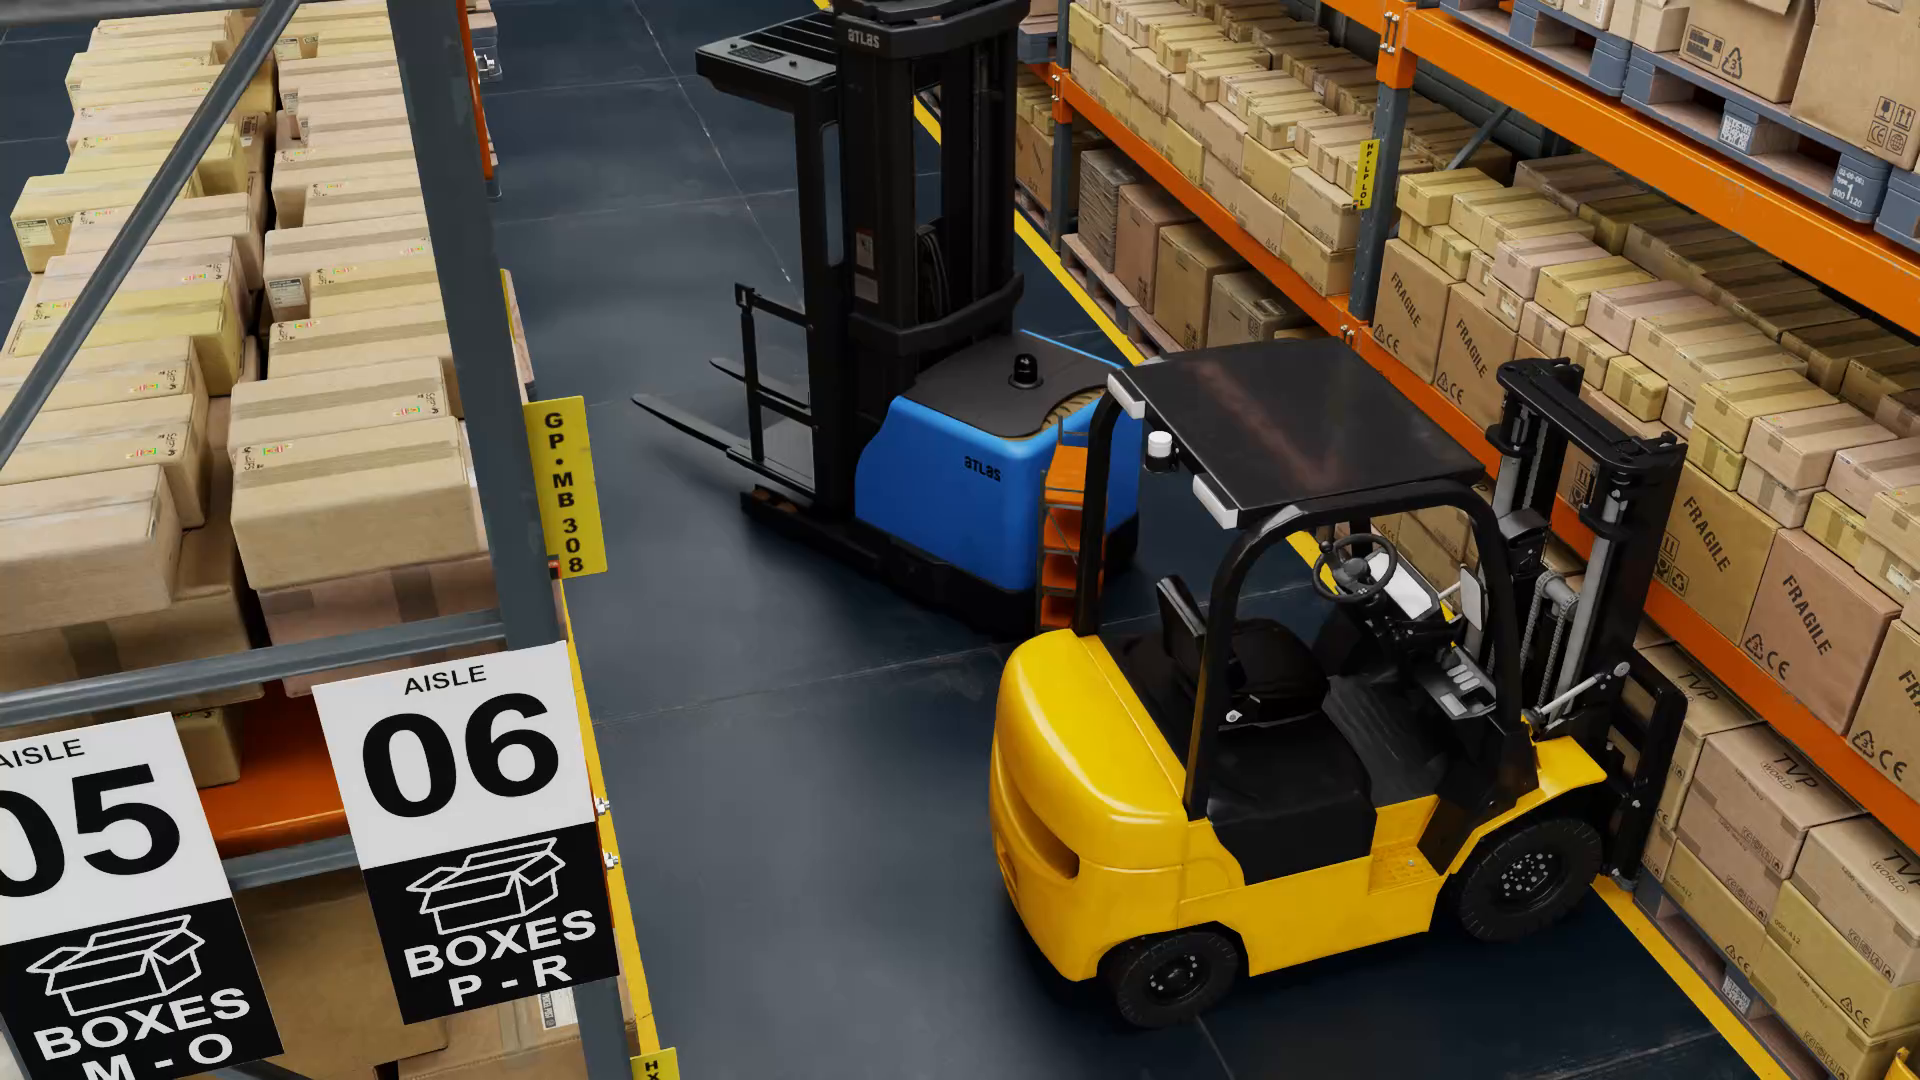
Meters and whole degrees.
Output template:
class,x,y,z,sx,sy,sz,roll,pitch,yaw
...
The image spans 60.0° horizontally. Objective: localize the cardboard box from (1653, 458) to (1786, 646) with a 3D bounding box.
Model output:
class,x,y,z,sx,sy,sz,roll,pitch,yaw
cardboard box,2.876,-0.006,5.947,0.500,0.500,0.500,-11,35,-16

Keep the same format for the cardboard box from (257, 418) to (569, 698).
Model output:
class,x,y,z,sx,sy,sz,roll,pitch,yaw
cardboard box,-1.044,0.008,3.162,0.500,0.250,0.500,-11,35,-16

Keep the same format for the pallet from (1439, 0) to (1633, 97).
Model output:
class,x,y,z,sx,sy,sz,roll,pitch,yaw
pallet,2.647,-2.078,6.533,1.003,0.211,1.213,-10,35,-15

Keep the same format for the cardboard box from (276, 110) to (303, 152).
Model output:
class,x,y,z,sx,sy,sz,roll,pitch,yaw
cardboard box,-1.676,-1.061,4.781,0.500,0.250,0.500,-11,35,-16

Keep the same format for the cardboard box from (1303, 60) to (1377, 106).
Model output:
class,x,y,z,sx,sy,sz,roll,pitch,yaw
cardboard box,2.120,-2.518,9.161,0.380,0.149,0.250,-10,35,-15

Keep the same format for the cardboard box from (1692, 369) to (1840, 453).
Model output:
class,x,y,z,sx,sy,sz,roll,pitch,yaw
cardboard box,2.787,-0.449,5.760,0.380,0.149,0.250,-9,35,-14

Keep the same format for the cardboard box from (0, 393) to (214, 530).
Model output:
class,x,y,z,sx,sy,sz,roll,pitch,yaw
cardboard box,-1.570,-0.119,2.993,0.380,0.149,0.250,-9,35,-14

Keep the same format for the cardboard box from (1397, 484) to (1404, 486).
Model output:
class,x,y,z,sx,sy,sz,roll,pitch,yaw
cardboard box,2.211,-0.445,7.909,0.500,0.250,0.500,-11,35,-15

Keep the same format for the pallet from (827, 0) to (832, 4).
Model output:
class,x,y,z,sx,sy,sz,roll,pitch,yaw
pallet,-1.031,-5.985,17.617,1.003,0.211,1.213,-10,35,-15

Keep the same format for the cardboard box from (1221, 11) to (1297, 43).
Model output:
class,x,y,z,sx,sy,sz,roll,pitch,yaw
cardboard box,1.788,-3.050,9.966,0.380,0.149,0.250,-10,35,-15

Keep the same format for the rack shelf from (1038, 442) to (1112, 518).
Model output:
class,x,y,z,sx,sy,sz,roll,pitch,yaw
rack shelf,0.508,-0.239,7.310,0.258,0.148,0.480,7,34,10

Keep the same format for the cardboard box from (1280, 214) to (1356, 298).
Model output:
class,x,y,z,sx,sy,sz,roll,pitch,yaw
cardboard box,1.959,-1.465,8.382,0.500,0.250,0.500,-9,35,-14

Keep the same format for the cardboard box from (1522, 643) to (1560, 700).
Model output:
class,x,y,z,sx,sy,sz,roll,pitch,yaw
cardboard box,2.667,0.558,6.845,0.500,0.250,0.500,-10,35,-15

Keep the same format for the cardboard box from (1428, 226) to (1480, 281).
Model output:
class,x,y,z,sx,sy,sz,roll,pitch,yaw
cardboard box,2.289,-1.272,7.275,0.380,0.149,0.250,-9,35,-14

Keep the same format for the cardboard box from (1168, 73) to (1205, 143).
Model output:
class,x,y,z,sx,sy,sz,roll,pitch,yaw
cardboard box,1.518,-2.474,9.456,0.500,0.250,0.500,-10,35,-14

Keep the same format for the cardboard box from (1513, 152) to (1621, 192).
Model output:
class,x,y,z,sx,sy,sz,roll,pitch,yaw
cardboard box,2.747,-1.626,7.542,0.380,0.149,0.250,-10,35,-15

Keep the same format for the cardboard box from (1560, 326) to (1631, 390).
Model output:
class,x,y,z,sx,sy,sz,roll,pitch,yaw
cardboard box,2.572,-0.731,6.456,0.380,0.149,0.250,-11,35,-16

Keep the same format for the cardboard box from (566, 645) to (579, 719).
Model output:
class,x,y,z,sx,sy,sz,roll,pitch,yaw
cardboard box,-0.936,0.255,3.151,0.380,0.149,0.250,-10,35,-15

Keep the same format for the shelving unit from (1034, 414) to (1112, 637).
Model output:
class,x,y,z,sx,sy,sz,roll,pitch,yaw
shelving unit,0.508,0.089,7.527,0.258,1.200,0.503,7,34,10

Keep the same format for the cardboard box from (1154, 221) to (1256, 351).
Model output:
class,x,y,z,sx,sy,sz,roll,pitch,yaw
cardboard box,1.731,-1.566,10.173,0.875,0.625,0.625,-11,35,-17

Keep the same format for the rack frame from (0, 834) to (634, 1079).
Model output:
class,x,y,z,sx,sy,sz,roll,pitch,yaw
rack frame,-1.144,1.630,3.562,1.000,3.000,0.127,-10,35,-15

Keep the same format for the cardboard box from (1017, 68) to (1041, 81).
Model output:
class,x,y,z,sx,sy,sz,roll,pitch,yaw
cardboard box,0.562,-3.457,12.558,0.380,0.149,0.250,-9,35,-13

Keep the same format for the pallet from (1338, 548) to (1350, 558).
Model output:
class,x,y,z,sx,sy,sz,roll,pitch,yaw
pallet,2.565,0.281,8.133,1.003,0.211,1.213,-10,35,-15

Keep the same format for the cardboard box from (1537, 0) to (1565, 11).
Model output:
class,x,y,z,sx,sy,sz,roll,pitch,yaw
cardboard box,2.384,-2.260,6.338,0.500,0.311,0.500,-9,35,-14

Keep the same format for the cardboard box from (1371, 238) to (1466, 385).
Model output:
class,x,y,z,sx,sy,sz,roll,pitch,yaw
cardboard box,2.249,-1.072,7.560,0.500,0.500,0.500,-11,35,-16

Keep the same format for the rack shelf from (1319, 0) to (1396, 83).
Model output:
class,x,y,z,sx,sy,sz,roll,pitch,yaw
rack shelf,1.752,-3.308,8.967,1.077,0.370,4.000,-10,35,-15

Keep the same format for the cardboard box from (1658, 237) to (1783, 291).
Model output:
class,x,y,z,sx,sy,sz,roll,pitch,yaw
cardboard box,3.074,-1.091,6.731,0.380,0.149,0.250,-11,35,-15

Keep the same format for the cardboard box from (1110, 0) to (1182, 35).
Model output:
class,x,y,z,sx,sy,sz,roll,pitch,yaw
cardboard box,1.144,-3.232,10.241,0.380,0.149,0.250,-9,35,-13

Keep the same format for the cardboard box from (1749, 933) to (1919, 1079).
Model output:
class,x,y,z,sx,sy,sz,roll,pitch,yaw
cardboard box,3.138,1.572,5.764,0.500,0.250,0.500,-10,35,-14

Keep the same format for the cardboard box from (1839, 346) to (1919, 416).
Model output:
class,x,y,z,sx,sy,sz,roll,pitch,yaw
cardboard box,3.390,-0.556,5.921,0.380,0.149,0.250,-11,35,-16

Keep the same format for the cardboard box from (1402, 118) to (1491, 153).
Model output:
class,x,y,z,sx,sy,sz,roll,pitch,yaw
cardboard box,2.427,-1.989,8.361,0.380,0.149,0.250,-11,35,-16

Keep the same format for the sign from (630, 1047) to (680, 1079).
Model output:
class,x,y,z,sx,sy,sz,roll,pitch,yaw
sign,-0.627,1.178,3.462,0.100,0.325,0.005,-10,35,-15

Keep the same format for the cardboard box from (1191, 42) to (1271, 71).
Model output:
class,x,y,z,sx,sy,sz,roll,pitch,yaw
cardboard box,1.534,-2.706,9.445,0.380,0.149,0.250,-10,35,-15

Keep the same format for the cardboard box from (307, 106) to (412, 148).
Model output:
class,x,y,z,sx,sy,sz,roll,pitch,yaw
cardboard box,-1.496,-1.022,4.359,0.380,0.149,0.250,-10,35,-14

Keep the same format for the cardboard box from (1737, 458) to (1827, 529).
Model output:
class,x,y,z,sx,sy,sz,roll,pitch,yaw
cardboard box,2.891,-0.194,5.644,0.380,0.149,0.250,-11,35,-16

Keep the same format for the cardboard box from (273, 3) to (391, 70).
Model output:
class,x,y,z,sx,sy,sz,roll,pitch,yaw
cardboard box,-1.913,-1.544,5.150,0.380,0.149,0.250,-9,35,-14

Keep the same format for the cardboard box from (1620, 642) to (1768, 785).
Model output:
class,x,y,z,sx,sy,sz,roll,pitch,yaw
cardboard box,2.820,0.628,6.284,0.500,0.250,0.500,-10,35,-14

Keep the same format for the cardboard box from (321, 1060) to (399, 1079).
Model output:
class,x,y,z,sx,sy,sz,roll,pitch,yaw
cardboard box,-1.572,1.226,3.814,0.500,0.500,0.500,-11,35,-16

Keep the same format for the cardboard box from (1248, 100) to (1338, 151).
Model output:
class,x,y,z,sx,sy,sz,roll,pitch,yaw
cardboard box,1.719,-2.147,8.599,0.380,0.149,0.250,-11,35,-16

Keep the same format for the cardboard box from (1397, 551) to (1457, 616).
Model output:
class,x,y,z,sx,sy,sz,roll,pitch,yaw
cardboard box,2.364,0.239,7.781,0.500,0.250,0.500,-11,35,-16

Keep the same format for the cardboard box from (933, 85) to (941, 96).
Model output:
class,x,y,z,sx,sy,sz,roll,pitch,yaw
cardboard box,0.027,-4.070,14.074,0.500,0.500,0.500,-10,35,-15

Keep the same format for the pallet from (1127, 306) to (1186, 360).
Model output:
class,x,y,z,sx,sy,sz,roll,pitch,yaw
pallet,1.724,-1.165,10.322,1.003,0.211,1.213,-10,35,-15

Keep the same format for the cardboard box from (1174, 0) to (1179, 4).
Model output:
class,x,y,z,sx,sy,sz,roll,pitch,yaw
cardboard box,1.434,-3.582,10.772,0.380,0.149,0.250,-9,34,-13

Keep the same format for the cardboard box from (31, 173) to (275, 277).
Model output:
class,x,y,z,sx,sy,sz,roll,pitch,yaw
cardboard box,-2.028,-0.707,4.244,0.500,0.250,0.500,-10,35,-14

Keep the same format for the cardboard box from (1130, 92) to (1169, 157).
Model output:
class,x,y,z,sx,sy,sz,roll,pitch,yaw
cardboard box,1.357,-2.536,10.003,0.500,0.250,0.500,-11,35,-16

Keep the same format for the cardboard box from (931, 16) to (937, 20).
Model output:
class,x,y,z,sx,sy,sz,roll,pitch,yaw
cardboard box,-0.064,-4.544,14.205,0.380,0.149,0.250,-11,35,-16

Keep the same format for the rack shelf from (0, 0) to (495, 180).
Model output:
class,x,y,z,sx,sy,sz,roll,pitch,yaw
rack shelf,-1.754,-1.621,3.697,1.077,0.370,4.000,-10,35,-15

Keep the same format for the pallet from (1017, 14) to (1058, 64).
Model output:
class,x,y,z,sx,sy,sz,roll,pitch,yaw
pallet,0.868,-3.671,11.759,1.213,0.211,1.003,-10,35,-15

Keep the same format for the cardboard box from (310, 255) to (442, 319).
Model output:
class,x,y,z,sx,sy,sz,roll,pitch,yaw
cardboard box,-1.173,-0.486,3.548,0.380,0.149,0.250,-10,35,-15

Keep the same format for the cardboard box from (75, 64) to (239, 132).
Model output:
class,x,y,z,sx,sy,sz,roll,pitch,yaw
cardboard box,-2.221,-1.193,4.619,0.380,0.149,0.250,-11,35,-16

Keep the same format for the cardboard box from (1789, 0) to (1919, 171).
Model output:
class,x,y,z,sx,sy,sz,roll,pitch,yaw
cardboard box,2.998,-1.463,4.960,0.700,0.500,0.500,-10,35,-14

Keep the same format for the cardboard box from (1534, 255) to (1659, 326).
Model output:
class,x,y,z,sx,sy,sz,roll,pitch,yaw
cardboard box,2.514,-0.987,6.574,0.380,0.149,0.250,-11,35,-15

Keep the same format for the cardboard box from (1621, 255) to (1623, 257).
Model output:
class,x,y,z,sx,sy,sz,roll,pitch,yaw
cardboard box,2.887,-1.228,7.208,0.380,0.149,0.250,-9,35,-14

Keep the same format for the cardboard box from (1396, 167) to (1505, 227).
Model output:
class,x,y,z,sx,sy,sz,roll,pitch,yaw
cardboard box,2.177,-1.526,7.390,0.380,0.149,0.250,-9,35,-14

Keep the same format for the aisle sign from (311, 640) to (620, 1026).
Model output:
class,x,y,z,sx,sy,sz,roll,pitch,yaw
aisle sign,-0.830,0.526,2.875,0.394,0.787,0.004,-10,35,-15

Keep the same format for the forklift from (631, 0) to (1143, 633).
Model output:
class,x,y,z,sx,sy,sz,roll,pitch,yaw
forklift,-0.537,-1.456,8.294,3.031,2.935,1.130,25,41,33

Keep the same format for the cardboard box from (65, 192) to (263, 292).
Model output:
class,x,y,z,sx,sy,sz,roll,pitch,yaw
cardboard box,-1.817,-0.663,3.817,0.380,0.149,0.250,-11,35,-16
